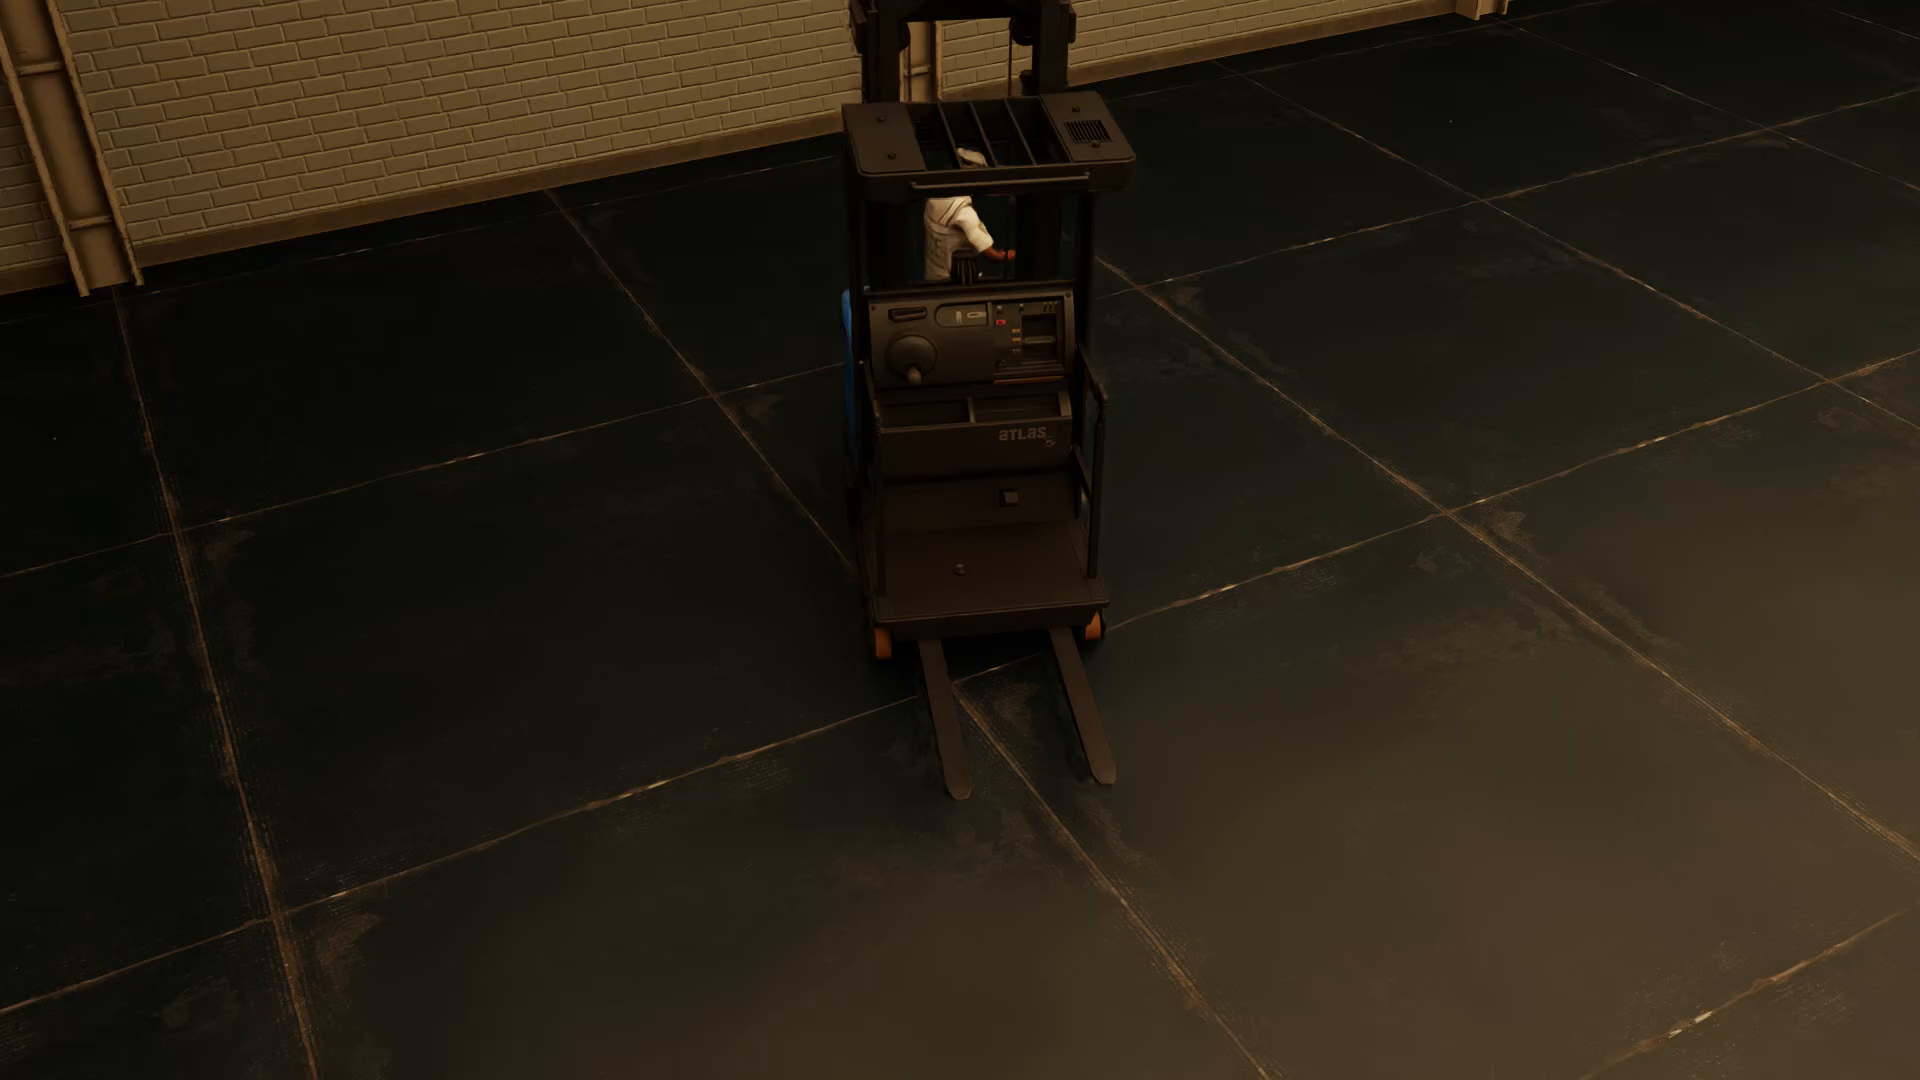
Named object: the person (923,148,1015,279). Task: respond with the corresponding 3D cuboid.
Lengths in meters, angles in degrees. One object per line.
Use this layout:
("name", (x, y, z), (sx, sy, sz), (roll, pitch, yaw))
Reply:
("person", (0.110, -1.599, 9.654), (0.715, 1.441, 1.225), (-14, 38, -19))

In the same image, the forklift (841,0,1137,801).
("forklift", (0.089, -0.848, 7.323), (1.130, 2.935, 3.031), (-5, 36, -7))
